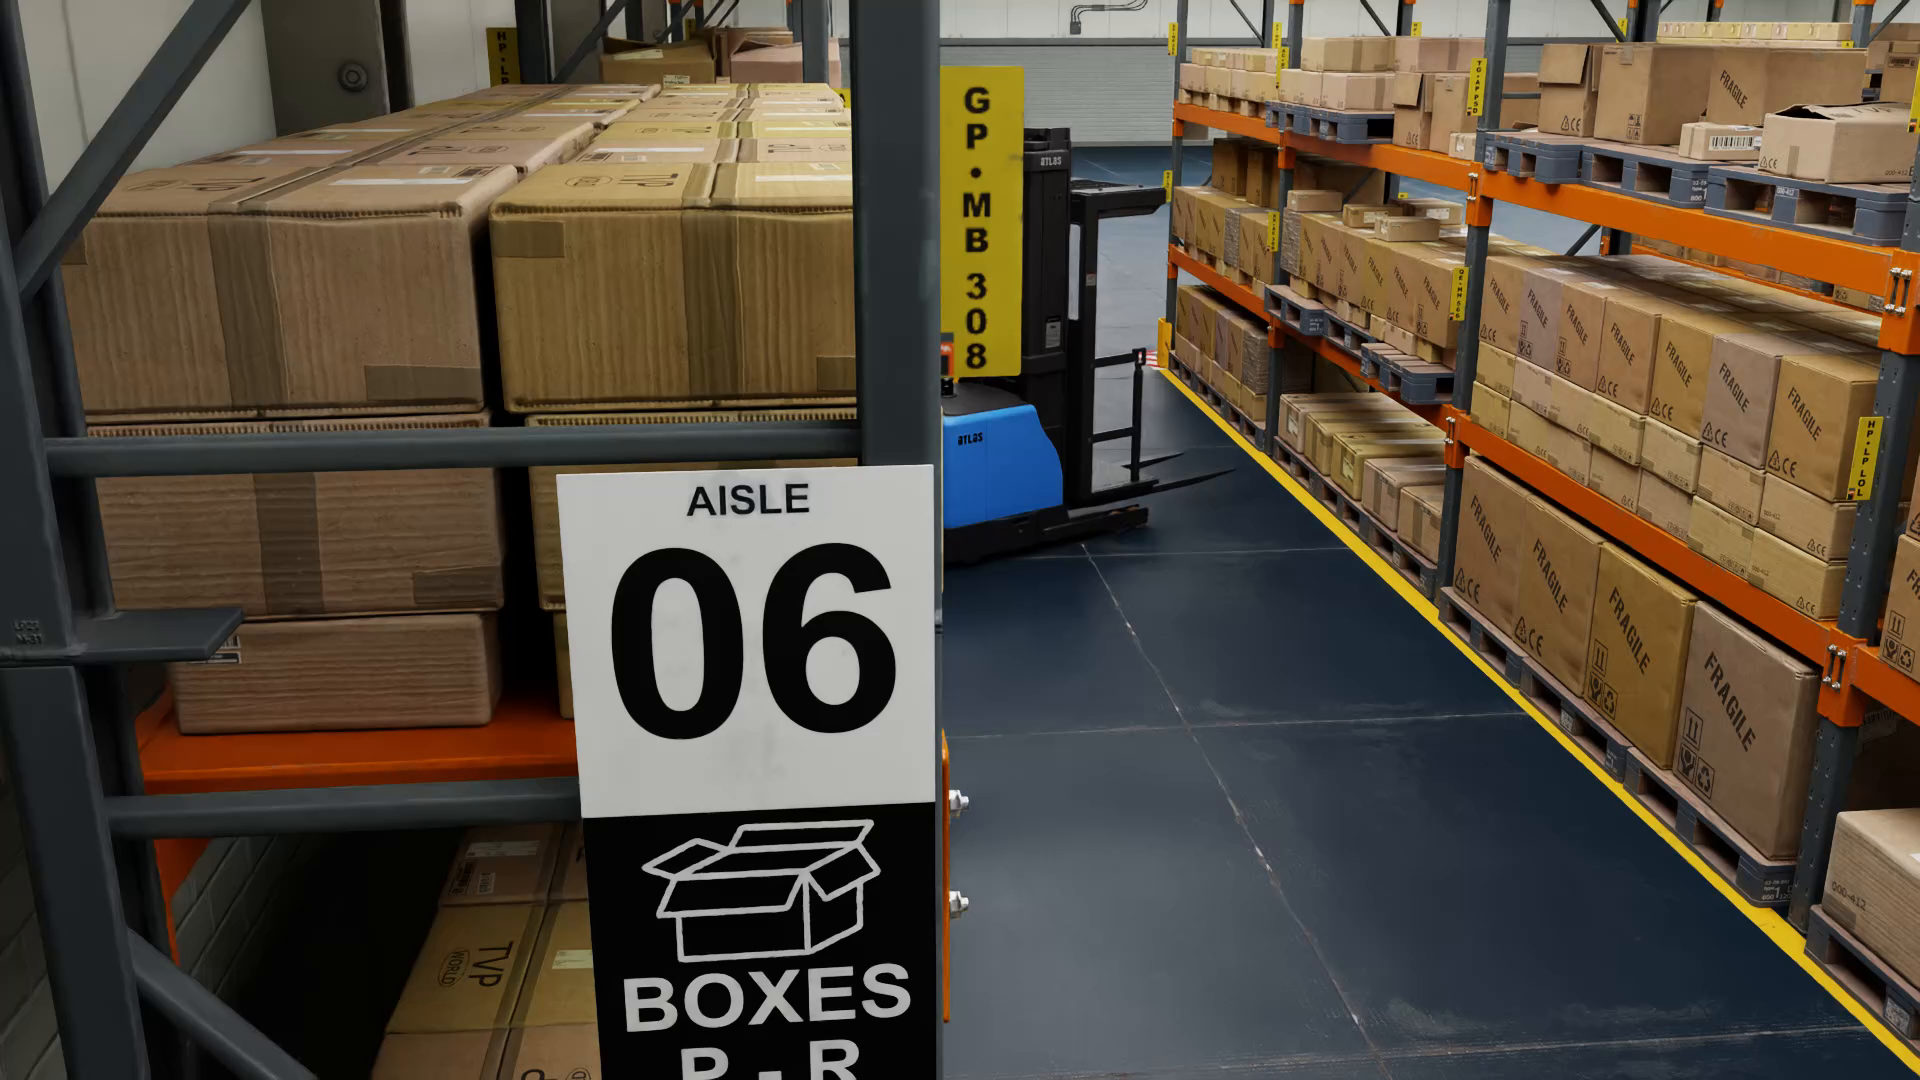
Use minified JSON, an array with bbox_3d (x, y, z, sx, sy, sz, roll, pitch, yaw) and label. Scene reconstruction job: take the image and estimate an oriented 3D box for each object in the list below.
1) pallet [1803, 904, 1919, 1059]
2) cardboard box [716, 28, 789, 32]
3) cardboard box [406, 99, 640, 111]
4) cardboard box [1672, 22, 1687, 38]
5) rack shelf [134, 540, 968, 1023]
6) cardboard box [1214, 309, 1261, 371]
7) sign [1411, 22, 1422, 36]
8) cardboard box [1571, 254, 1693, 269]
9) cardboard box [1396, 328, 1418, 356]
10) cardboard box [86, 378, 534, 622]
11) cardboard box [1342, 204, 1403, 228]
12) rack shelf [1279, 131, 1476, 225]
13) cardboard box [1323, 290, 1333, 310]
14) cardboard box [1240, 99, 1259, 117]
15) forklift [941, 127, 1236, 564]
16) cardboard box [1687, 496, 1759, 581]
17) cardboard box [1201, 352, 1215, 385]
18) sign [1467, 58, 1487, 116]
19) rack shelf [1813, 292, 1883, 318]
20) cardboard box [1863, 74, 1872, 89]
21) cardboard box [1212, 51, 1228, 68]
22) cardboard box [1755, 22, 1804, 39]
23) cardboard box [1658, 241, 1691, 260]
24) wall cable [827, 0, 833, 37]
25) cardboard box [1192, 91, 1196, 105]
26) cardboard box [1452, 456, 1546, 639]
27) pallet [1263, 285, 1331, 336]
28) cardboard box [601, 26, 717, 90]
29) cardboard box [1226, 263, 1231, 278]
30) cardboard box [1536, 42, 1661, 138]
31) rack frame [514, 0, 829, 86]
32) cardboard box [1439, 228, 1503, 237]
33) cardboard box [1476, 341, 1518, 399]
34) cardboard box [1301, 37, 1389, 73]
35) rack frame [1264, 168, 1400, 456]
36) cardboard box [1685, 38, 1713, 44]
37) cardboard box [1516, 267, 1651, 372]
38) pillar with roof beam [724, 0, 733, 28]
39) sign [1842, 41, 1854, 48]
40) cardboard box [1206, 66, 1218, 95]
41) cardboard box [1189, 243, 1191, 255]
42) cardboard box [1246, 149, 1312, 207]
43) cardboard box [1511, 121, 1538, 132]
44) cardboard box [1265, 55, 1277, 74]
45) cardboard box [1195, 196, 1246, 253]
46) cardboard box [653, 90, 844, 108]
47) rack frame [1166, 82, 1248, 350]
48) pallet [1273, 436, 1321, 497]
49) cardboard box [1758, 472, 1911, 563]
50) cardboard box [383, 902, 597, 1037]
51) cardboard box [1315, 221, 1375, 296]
[{"bbox_3d":[4.002,1.744,6.269,1.003,0.211,1.213,-2,18,-6],"label":"pallet"},{"bbox_3d":[-1.857,-4.356,14.997,0.797,0.503,0.637,-1,17,-4],"label":"cardboard box"},{"bbox_3d":[-1.046,-0.939,4.072,0.500,0.250,0.500,-2,18,-6],"label":"cardboard box"},{"bbox_3d":[7.471,-5.178,16.874,0.380,0.149,0.250,-2,17,-5],"label":"cardboard box"},{"bbox_3d":[-0.730,-0.153,3.849,1.077,0.370,4.000,-2,18,-6],"label":"rack shelf"},{"bbox_3d":[2.740,-1.916,15.911,0.500,0.500,0.500,-1,17,-3],"label":"cardboard box"},{"bbox_3d":[3.728,-4.083,13.645,0.100,0.325,0.005,-2,18,-6],"label":"sign"},{"bbox_3d":[3.902,-1.386,9.747,0.500,0.500,0.500,-2,18,-7],"label":"cardboard box"},{"bbox_3d":[3.150,-1.329,11.121,0.380,0.149,0.250,-2,18,-6],"label":"cardboard box"},{"bbox_3d":[-0.840,-0.095,2.216,0.500,0.250,0.500,-2,18,-7],"label":"cardboard box"},{"bbox_3d":[3.087,-2.427,12.451,0.380,0.149,0.250,-1,17,-3],"label":"cardboard box"},{"bbox_3d":[3.382,-2.691,11.933,1.077,0.370,4.000,-2,18,-6],"label":"rack shelf"},{"bbox_3d":[3.026,-1.870,12.844,0.380,0.149,0.250,-2,17,-5],"label":"cardboard box"},{"bbox_3d":[2.748,-3.902,15.008,0.380,0.149,0.250,-1,17,-4],"label":"cardboard box"},{"bbox_3d":[0.793,-1.562,12.258,3.031,2.935,1.130,-13,21,-35],"label":"forklift"},{"bbox_3d":[3.653,-0.021,7.487,0.500,0.250,0.500,-2,18,-6],"label":"cardboard box"},{"bbox_3d":[2.685,-1.715,16.523,0.500,0.250,0.500,-1,17,-2],"label":"cardboard box"},{"bbox_3d":[3.049,-2.668,9.798,0.100,0.325,0.005,-2,18,-6],"label":"sign"},{"bbox_3d":[8.295,-1.443,12.965,1.077,0.370,4.000,-2,18,-6],"label":"rack shelf"},{"bbox_3d":[7.733,-4.040,14.580,0.380,0.149,0.250,-2,18,-6],"label":"cardboard box"},{"bbox_3d":[2.622,-4.591,15.872,0.380,0.149,0.250,-1,17,-4],"label":"cardboard box"},{"bbox_3d":[7.629,-4.722,15.424,0.380,0.149,0.250,-2,18,-5],"label":"cardboard box"},{"bbox_3d":[7.771,-3.202,17.118,0.875,0.550,0.550,-2,18,-6],"label":"cardboard box"},{"bbox_3d":[-5.081,-14.238,47.689,3.097,2.526,0.112,-2,18,-6],"label":"wall cable"},{"bbox_3d":[2.591,-4.517,16.970,0.380,0.149,0.250,-2,18,-7],"label":"cardboard box"},{"bbox_3d":[3.577,0.015,9.968,0.875,0.875,0.875,-2,18,-6],"label":"cardboard box"},{"bbox_3d":[3.110,-1.875,13.461,1.003,0.211,1.213,-2,18,-6],"label":"pallet"},{"bbox_3d":[-1.036,-1.649,5.776,0.396,0.266,0.258,-2,18,-6],"label":"cardboard box"},{"bbox_3d":[2.735,-2.545,15.695,0.380,0.149,0.250,-2,18,-7],"label":"cardboard box"},{"bbox_3d":[3.777,-2.580,9.506,0.797,0.503,0.637,-3,18,-9],"label":"cardboard box"},{"bbox_3d":[-0.936,-2.523,5.190,1.000,3.000,0.127,-2,18,-6],"label":"rack frame"},{"bbox_3d":[3.606,-2.000,12.176,0.500,0.500,0.500,-2,18,-8],"label":"cardboard box"},{"bbox_3d":[3.395,-1.015,9.819,0.500,0.250,0.500,-2,18,-6],"label":"cardboard box"},{"bbox_3d":[2.899,-3.662,12.542,0.500,0.250,0.500,-2,18,-7],"label":"cardboard box"},{"bbox_3d":[3.176,-2.199,14.172,1.000,3.000,0.127,-2,18,-6],"label":"rack frame"},{"bbox_3d":[7.577,-4.870,16.558,0.500,0.250,0.500,-2,18,-6],"label":"cardboard box"},{"bbox_3d":[3.457,-1.230,9.250,0.500,0.500,0.500,-2,18,-5],"label":"cardboard box"},{"bbox_3d":[-1.192,-13.146,39.028,9.100,9.000,0.400,-2,18,-6],"label":"pillar with roof beam"},{"bbox_3d":[7.537,-4.080,14.161,0.100,0.325,0.005,-2,18,-6],"label":"sign"},{"bbox_3d":[2.670,-4.430,16.027,0.500,0.250,0.500,-1,17,-4],"label":"cardboard box"},{"bbox_3d":[2.579,-3.007,17.165,0.380,0.149,0.250,-2,18,-7],"label":"cardboard box"},{"bbox_3d":[3.146,-3.459,15.854,0.700,0.500,0.500,-2,18,-6],"label":"cardboard box"},{"bbox_3d":[3.699,-2.549,10.505,0.396,0.266,0.258,-2,18,-6],"label":"cardboard box"},{"bbox_3d":[2.823,-4.053,14.160,0.380,0.149,0.250,-2,18,-7],"label":"cardboard box"},{"bbox_3d":[2.647,-3.124,16.457,0.500,0.500,0.500,-2,18,-7],"label":"cardboard box"},{"bbox_3d":[-0.583,-1.107,4.606,0.500,0.250,0.500,-2,18,-7],"label":"cardboard box"},{"bbox_3d":[2.763,-3.390,17.968,1.000,3.000,0.127,-2,18,-6],"label":"rack frame"},{"bbox_3d":[3.258,-0.636,13.851,1.003,0.211,1.213,-2,18,-6],"label":"pallet"},{"bbox_3d":[3.714,-0.106,6.922,0.500,0.250,0.500,-2,18,-6],"label":"cardboard box"},{"bbox_3d":[-0.933,1.031,3.641,0.500,0.250,0.500,-1,17,-4],"label":"cardboard box"},{"bbox_3d":[3.029,-2.143,12.631,0.500,0.500,0.500,-2,18,-6],"label":"cardboard box"}]
